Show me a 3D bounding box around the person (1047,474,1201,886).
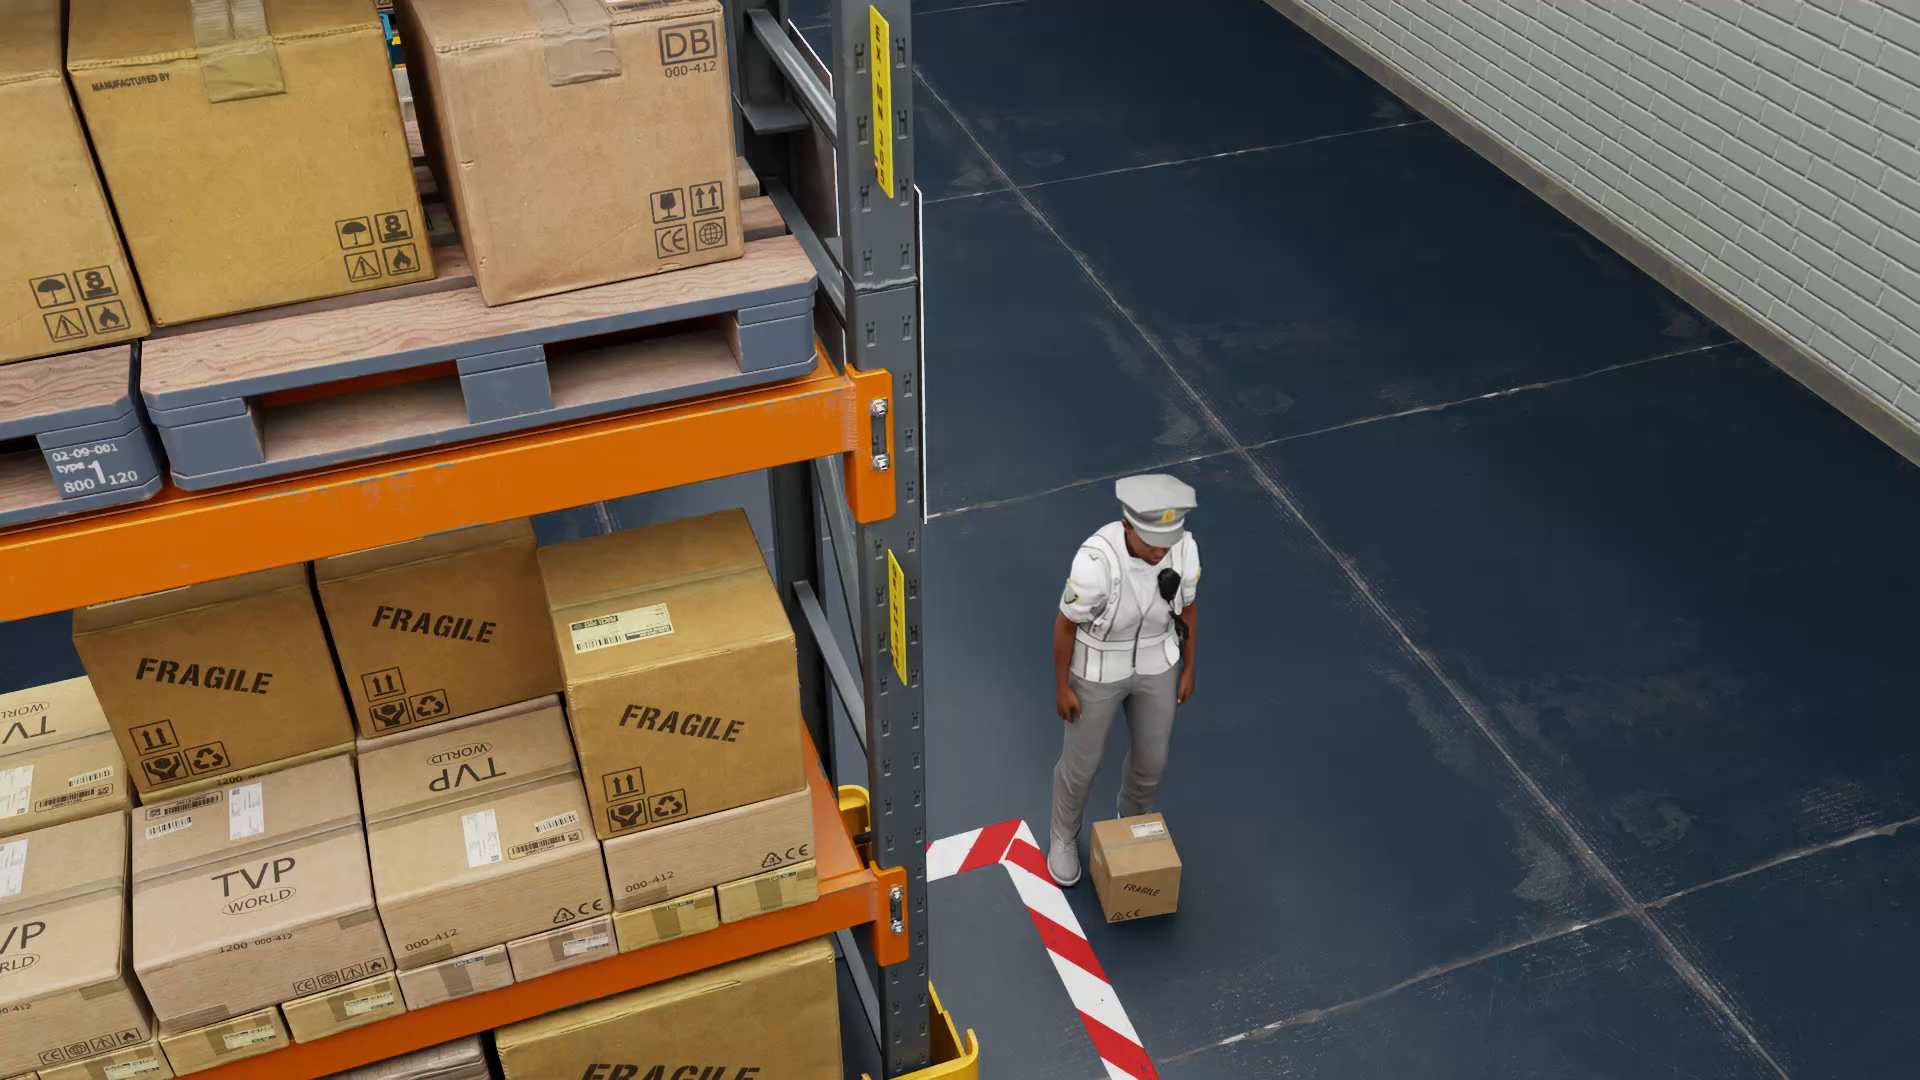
[{"bbox_3d":[0.546,0.457,5.568,0.512,1.657,0.399,-8,39,-11],"label":"person"}]
